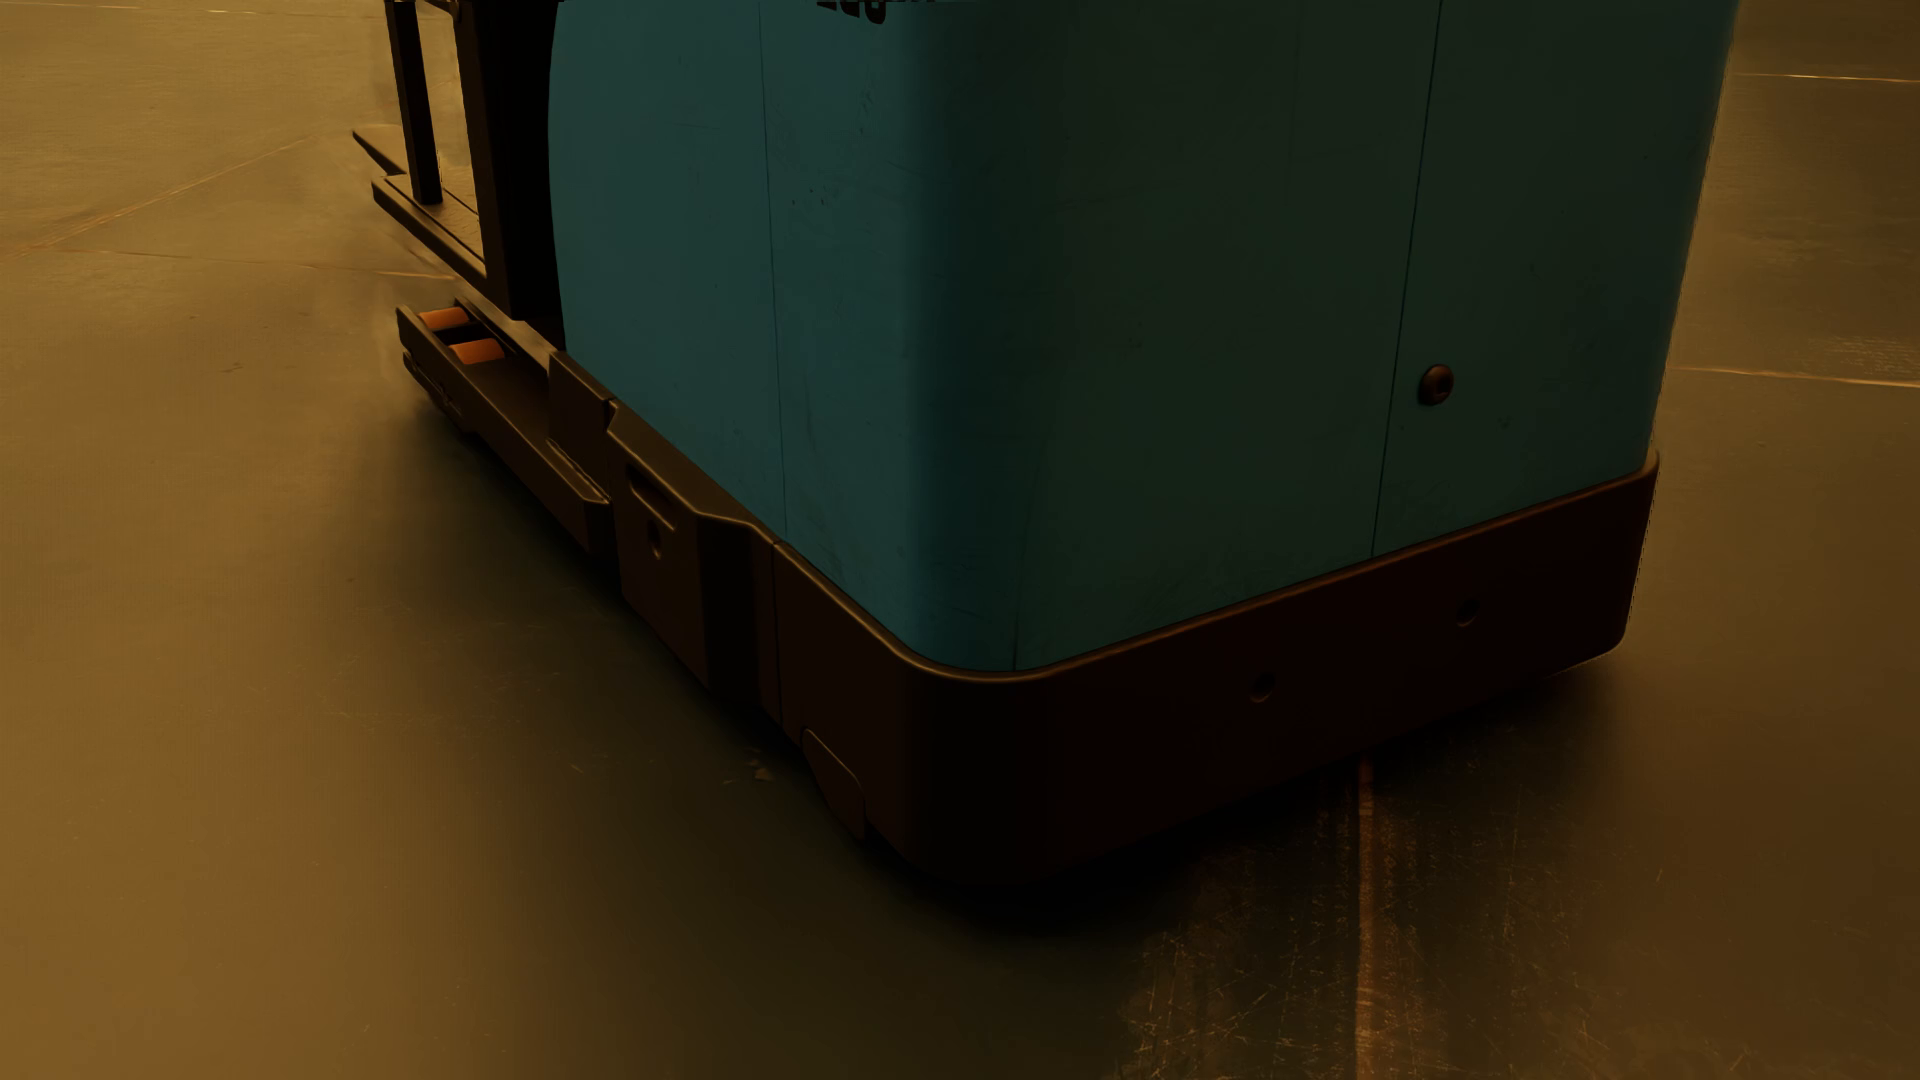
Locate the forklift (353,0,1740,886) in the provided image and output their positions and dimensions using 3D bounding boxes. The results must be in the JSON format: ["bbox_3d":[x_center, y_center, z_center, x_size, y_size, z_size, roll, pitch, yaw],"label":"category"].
[{"bbox_3d":[-0.352,-1.585,2.388,1.130,2.935,3.031,-16,31,-28],"label":"forklift"}]
